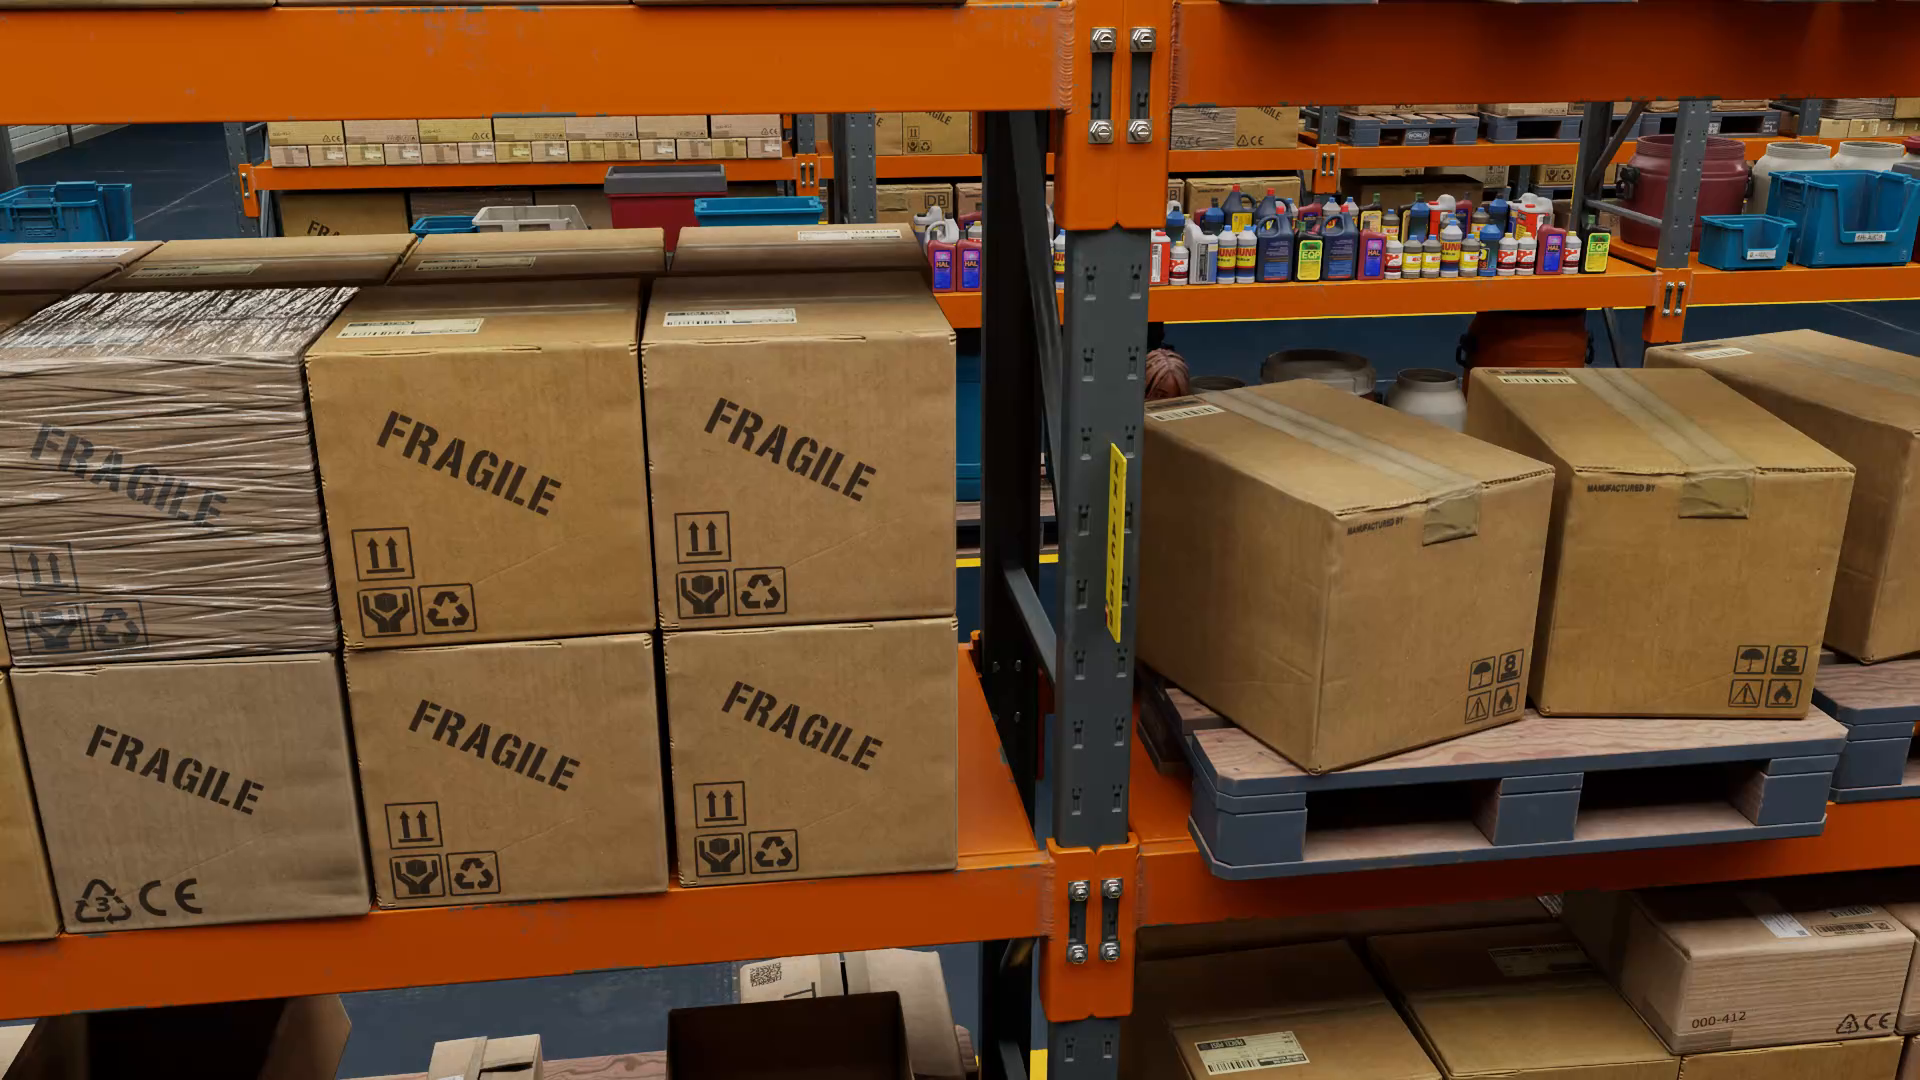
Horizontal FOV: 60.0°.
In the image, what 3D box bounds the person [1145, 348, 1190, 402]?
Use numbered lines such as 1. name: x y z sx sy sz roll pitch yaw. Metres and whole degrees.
1. person: 0.653 0.105 5.826 0.459 1.580 0.348 -3 21 -8
